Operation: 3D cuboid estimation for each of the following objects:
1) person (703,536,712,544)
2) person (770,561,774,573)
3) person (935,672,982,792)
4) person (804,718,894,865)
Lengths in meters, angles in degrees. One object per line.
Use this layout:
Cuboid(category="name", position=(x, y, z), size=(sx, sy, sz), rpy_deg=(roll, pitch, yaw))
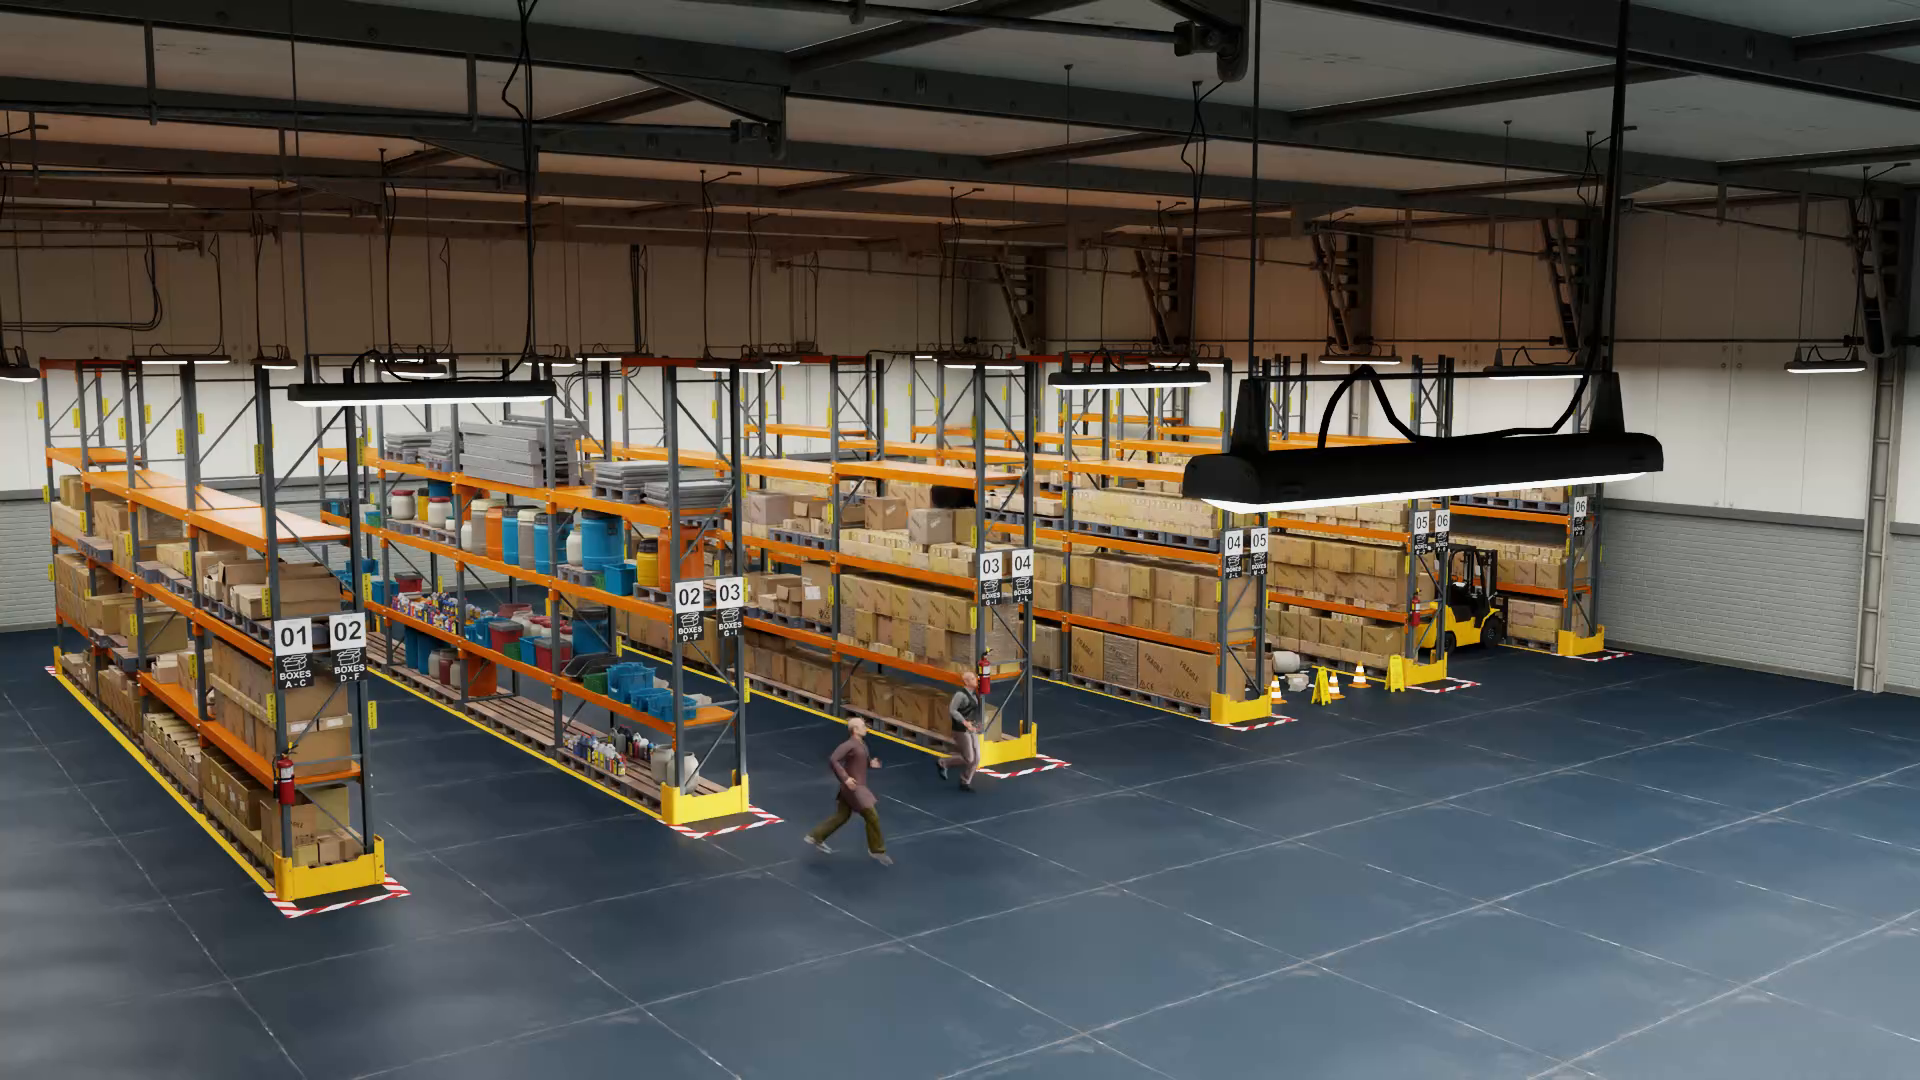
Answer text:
Cuboid(category="person", position=(-6.182, 0.668, 40.453), size=(0.554, 1.642, 0.595), rpy_deg=(-1, 7, -6))
Cuboid(category="person", position=(-4.113, 1.257, 35.623), size=(0.600, 1.639, 0.605), rpy_deg=(-6, 9, -41))
Cuboid(category="person", position=(0.023, 2.706, 23.602), size=(0.641, 1.690, 0.666), rpy_deg=(3, 8, 25))
Cuboid(category="person", position=(-1.344, 3.058, 20.163), size=(1.101, 1.842, 0.669), rpy_deg=(-1, 7, -6))
